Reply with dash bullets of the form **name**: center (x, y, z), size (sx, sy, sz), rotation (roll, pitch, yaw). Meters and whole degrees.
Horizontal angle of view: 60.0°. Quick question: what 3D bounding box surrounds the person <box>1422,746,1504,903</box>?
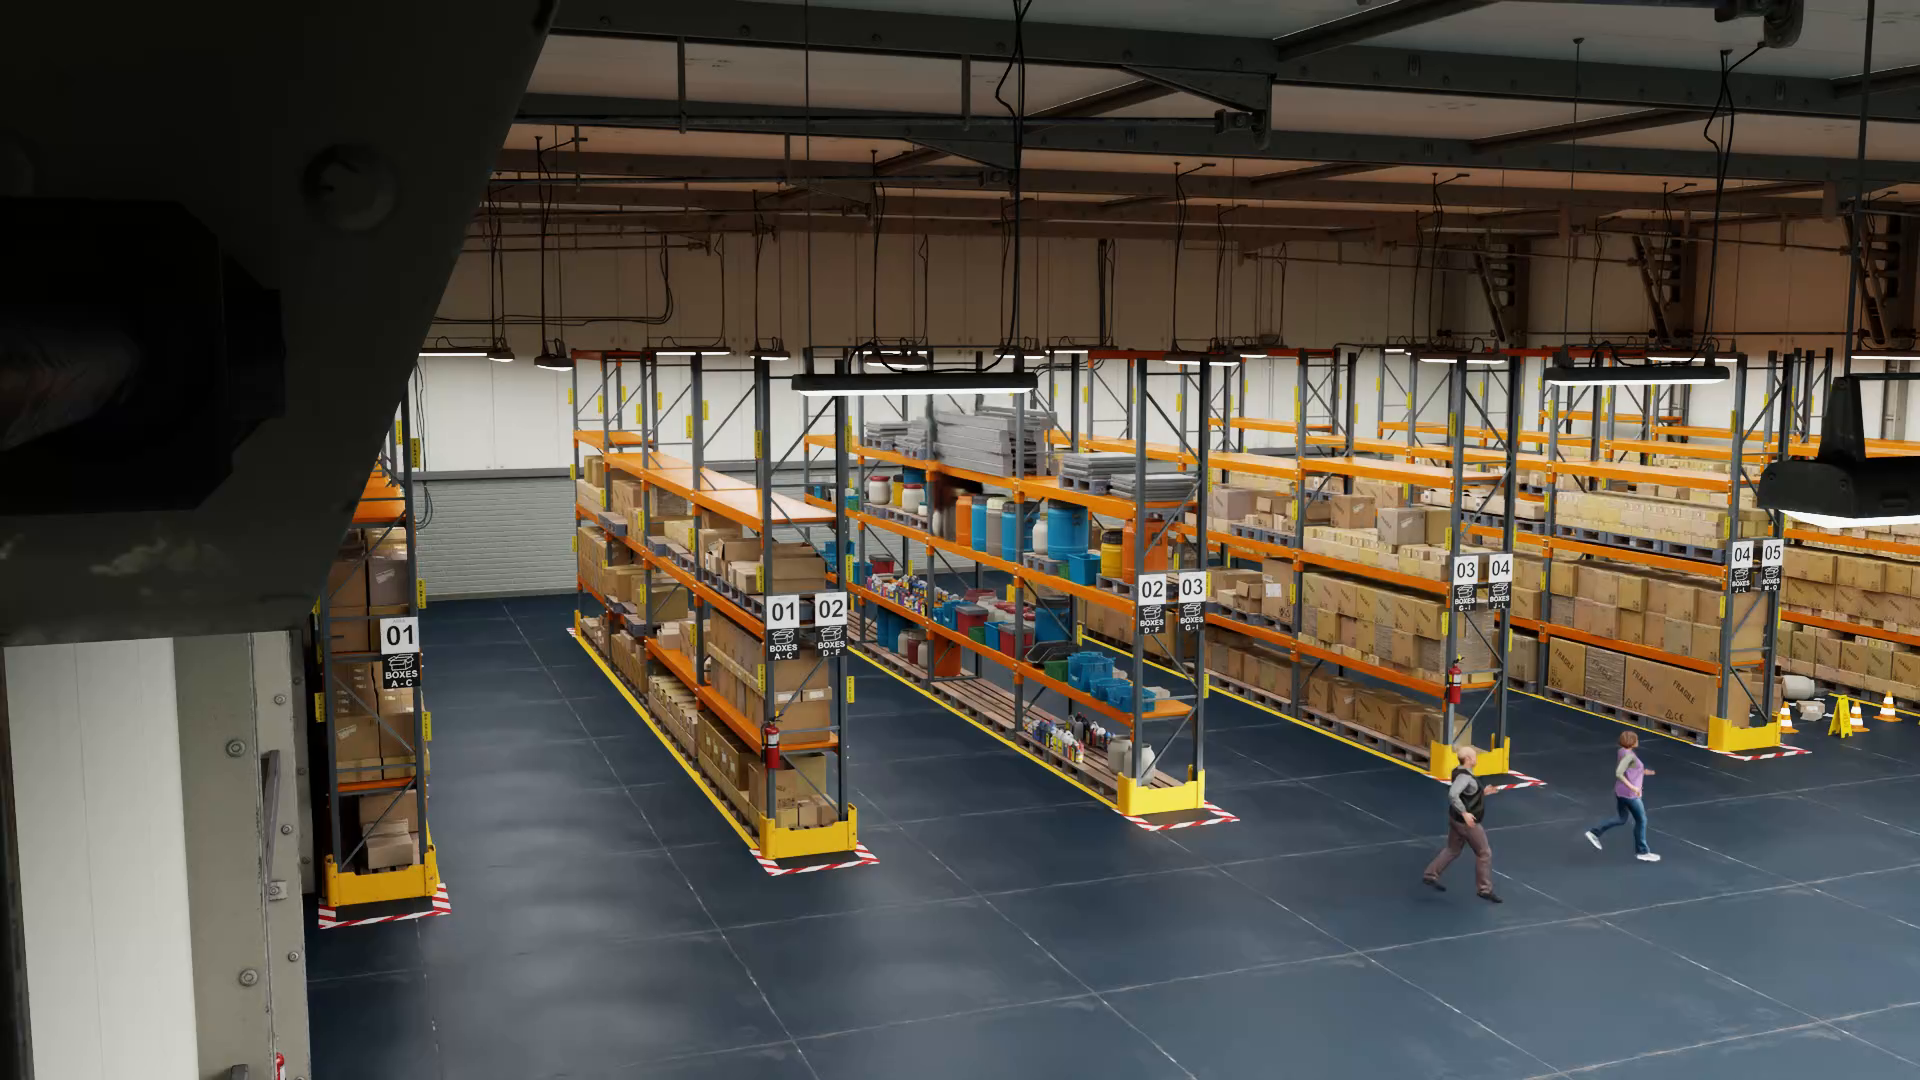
- **person**: center (5.630, 3.165, 18.544), size (0.875, 1.756, 0.639), rotation (0, 7, 1)

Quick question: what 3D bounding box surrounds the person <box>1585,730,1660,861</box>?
- **person**: center (7.999, 3.059, 19.975), size (0.864, 1.575, 0.544), rotation (1, 7, 7)
